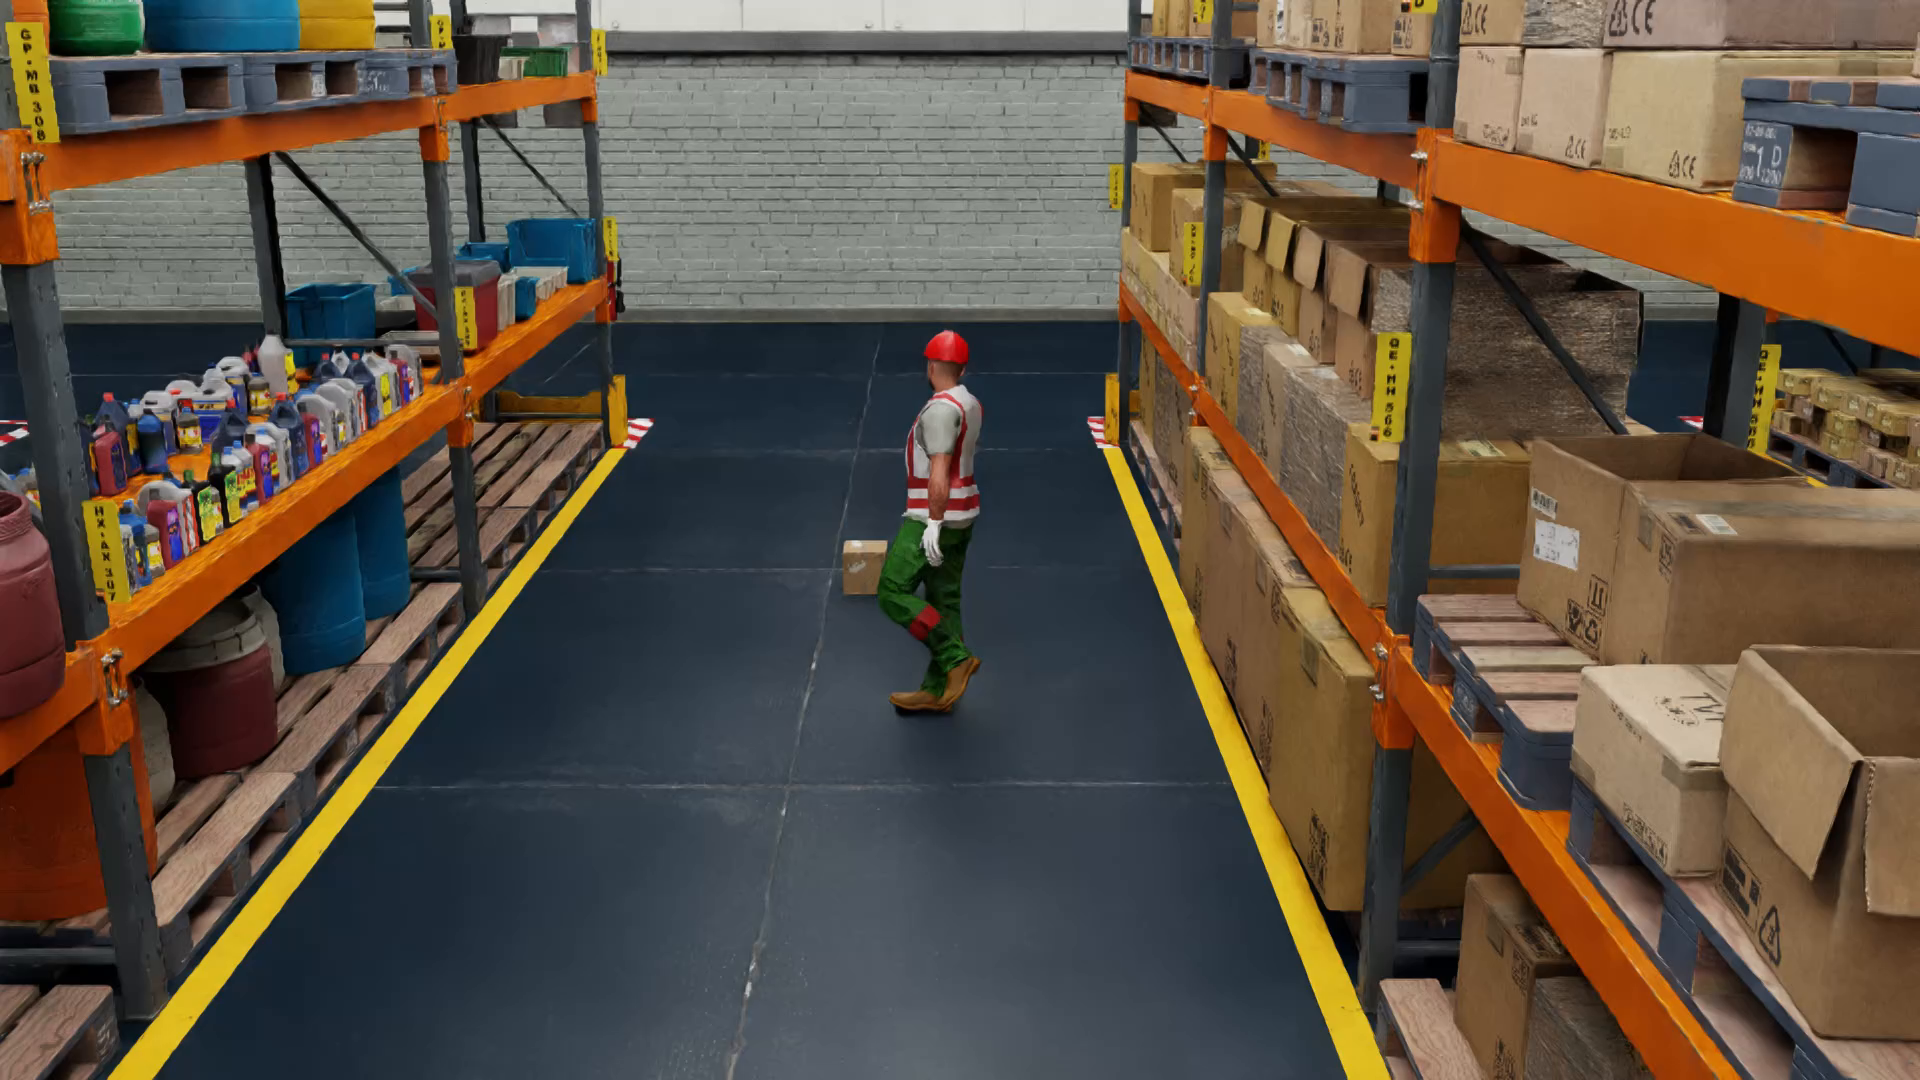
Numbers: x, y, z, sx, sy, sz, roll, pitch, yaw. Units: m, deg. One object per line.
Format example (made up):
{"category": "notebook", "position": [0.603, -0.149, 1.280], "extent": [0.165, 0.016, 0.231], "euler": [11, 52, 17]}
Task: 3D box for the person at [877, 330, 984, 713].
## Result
{"category": "person", "position": [-0.090, -0.070, 7.749], "extent": [0.519, 1.757, 0.729], "euler": [5, 18, 16]}
